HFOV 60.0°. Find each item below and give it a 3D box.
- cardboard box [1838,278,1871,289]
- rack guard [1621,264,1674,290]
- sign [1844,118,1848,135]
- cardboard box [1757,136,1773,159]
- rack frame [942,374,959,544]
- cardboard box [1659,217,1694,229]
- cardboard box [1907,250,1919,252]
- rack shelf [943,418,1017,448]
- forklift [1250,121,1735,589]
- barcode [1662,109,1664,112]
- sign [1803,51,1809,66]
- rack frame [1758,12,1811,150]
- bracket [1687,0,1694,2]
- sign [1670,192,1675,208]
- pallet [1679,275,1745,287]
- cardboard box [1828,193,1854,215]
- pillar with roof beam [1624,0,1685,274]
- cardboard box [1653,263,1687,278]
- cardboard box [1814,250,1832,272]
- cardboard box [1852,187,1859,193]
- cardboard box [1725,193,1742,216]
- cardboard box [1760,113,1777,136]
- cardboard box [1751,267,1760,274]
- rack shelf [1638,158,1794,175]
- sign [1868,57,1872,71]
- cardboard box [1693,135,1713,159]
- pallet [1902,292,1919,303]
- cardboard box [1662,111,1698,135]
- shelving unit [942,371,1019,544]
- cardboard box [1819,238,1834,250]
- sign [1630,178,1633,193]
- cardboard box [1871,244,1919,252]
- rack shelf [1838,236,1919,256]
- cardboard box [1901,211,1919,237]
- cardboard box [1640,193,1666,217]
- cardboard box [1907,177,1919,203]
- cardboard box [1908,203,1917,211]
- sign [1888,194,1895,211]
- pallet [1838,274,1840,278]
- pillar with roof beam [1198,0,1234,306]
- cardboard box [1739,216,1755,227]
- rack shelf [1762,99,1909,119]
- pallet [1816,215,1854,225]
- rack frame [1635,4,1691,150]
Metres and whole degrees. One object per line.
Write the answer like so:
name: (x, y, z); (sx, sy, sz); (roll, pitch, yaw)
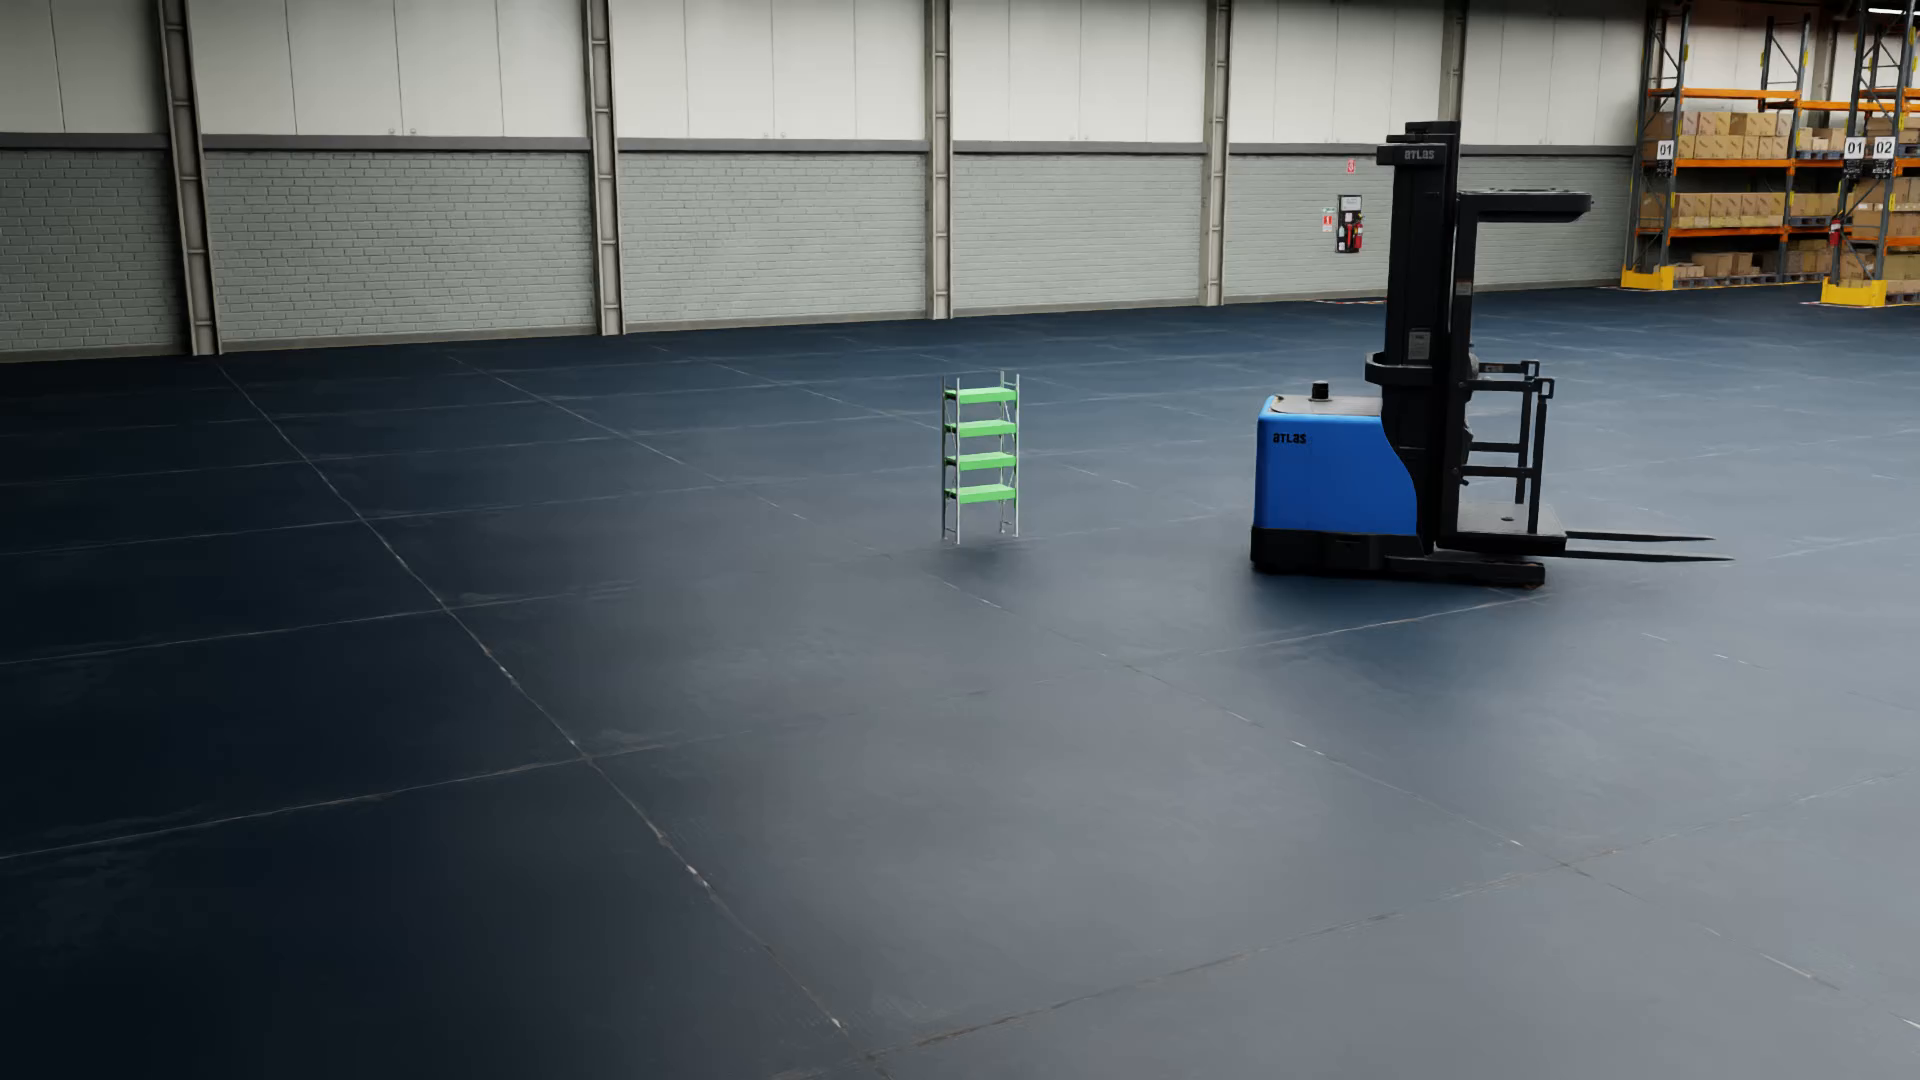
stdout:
cardboard box: (17.936, -5.094, 33.220); (0.500, 0.250, 0.500); (-7, 14, -28)
rack guard: (15.296, -5.860, 37.011); (0.348, 0.500, 1.175); (-7, 14, -28)
sign: (17.359, -8.080, 32.514); (0.005, 0.325, 0.100); (-7, 14, -28)
cardboard box: (17.966, -8.863, 37.555); (0.500, 0.500, 0.500); (-8, 15, -33)
rack frame: (-0.069, -0.577, 11.941); (0.015, 1.200, 0.240); (-7, 14, -28)
cardboard box: (15.810, -6.999, 36.671); (0.500, 0.250, 0.500); (-7, 15, -29)
cardboard box: (19.683, -5.674, 34.087); (0.500, 0.500, 0.500); (-7, 14, -28)
rack shelf: (0.145, -0.775, 12.016); (0.480, 0.148, 0.258); (-7, 14, -28)
forklift: (3.527, -1.241, 10.949); (3.031, 2.935, 1.130); (3, 13, 13)
barcode: (15.613, -9.536, 36.945); (0.075, 0.075, 0.001); (-7, 14, -28)
sign: (18.984, -10.807, 37.327); (0.005, 0.325, 0.100); (-7, 14, -28)
rack frame: (18.741, -10.419, 37.912); (0.127, 3.000, 1.000); (-7, 14, -28)
bracket: (15.964, -11.970, 36.605); (0.430, 0.232, 0.235); (-7, 14, -28)
sign: (15.490, -7.390, 36.141); (0.005, 0.325, 0.100); (-7, 14, -28)
pallet: (17.096, -5.926, 37.958); (1.213, 0.211, 1.003); (-7, 14, -28)
cardboard box: (20.761, -7.990, 39.551); (0.500, 0.500, 0.700); (-7, 14, -28)
pillar with roof beam: (17.492, -9.409, 33.423); (0.548, 9.000, 9.100); (-7, 14, -28)
cardboard box: (15.880, -6.030, 37.194); (0.500, 0.311, 0.500); (-9, 15, -34)
cardboard box: (20.275, -6.678, 39.643); (0.500, 0.500, 0.700); (-7, 14, -27)
cardboard box: (21.688, -8.415, 39.960); (0.250, 0.149, 0.380); (-10, 16, -37)
cardboard box: (17.135, -7.526, 37.308); (0.500, 0.500, 0.500); (-6, 14, -26)
cardboard box: (17.952, -9.337, 37.385); (0.500, 0.500, 0.500); (-6, 14, -25)
cardboard box: (18.285, -6.263, 38.557); (0.250, 0.166, 0.380); (-9, 16, -35)
rack shelf: (16.985, -8.395, 37.385); (4.000, 0.370, 1.077); (-7, 14, -28)
sign: (21.982, -11.480, 40.135); (0.005, 0.325, 0.100); (-7, 14, -28)
cardboard box: (16.131, -8.630, 36.521); (0.500, 0.500, 0.500); (-6, 14, -24)
pallet: (19.327, -4.973, 33.726); (1.213, 0.211, 1.003); (-7, 14, -28)
cardboard box: (15.684, -9.075, 36.220); (0.500, 0.500, 0.500); (-8, 15, -32)
shelving unit: (0.145, -0.603, 12.055); (0.503, 1.200, 0.258); (-7, 14, -28)
cardboard box: (20.665, -7.086, 39.745); (0.500, 0.250, 0.500); (-7, 14, -28)
sign: (14.981, -7.900, 37.023); (0.005, 0.325, 0.100); (-7, 14, -28)
cardboard box: (22.960, -7.122, 40.862); (0.750, 0.750, 0.750); (-7, 14, -29)
rack shelf: (19.362, -5.977, 33.474); (4.000, 0.370, 1.077); (-7, 14, -28)
cardboard box: (18.481, -6.269, 32.906); (0.500, 0.500, 0.700); (-6, 14, -26)
cardboard box: (15.542, -7.465, 37.035); (0.500, 0.500, 0.500); (-7, 14, -28)
cardboard box: (18.528, -6.908, 32.789); (0.500, 0.500, 0.700); (-7, 15, -29)
cardboard box: (18.504, -6.537, 32.618); (0.250, 0.149, 0.380); (-7, 14, -28)
sign: (17.867, -6.471, 31.879); (0.005, 0.325, 0.100); (-7, 14, -28)
pallet: (21.565, -6.471, 40.382); (1.213, 0.211, 1.003); (-7, 14, -28)
pillar with roof beam: (6.960, -8.147, 27.814); (0.400, 9.000, 9.100); (-7, 14, -28)
cardboard box: (17.595, -7.214, 37.630); (0.500, 0.250, 0.500); (-7, 14, -28)
rack shelf: (20.496, -10.084, 38.969); (4.000, 0.370, 1.077); (-7, 14, -28)
pallet: (20.534, -7.604, 39.501); (1.213, 0.211, 1.003); (-7, 14, -28)
rack frame: (15.230, -9.999, 36.042); (0.127, 3.000, 1.000); (-7, 14, -28)
